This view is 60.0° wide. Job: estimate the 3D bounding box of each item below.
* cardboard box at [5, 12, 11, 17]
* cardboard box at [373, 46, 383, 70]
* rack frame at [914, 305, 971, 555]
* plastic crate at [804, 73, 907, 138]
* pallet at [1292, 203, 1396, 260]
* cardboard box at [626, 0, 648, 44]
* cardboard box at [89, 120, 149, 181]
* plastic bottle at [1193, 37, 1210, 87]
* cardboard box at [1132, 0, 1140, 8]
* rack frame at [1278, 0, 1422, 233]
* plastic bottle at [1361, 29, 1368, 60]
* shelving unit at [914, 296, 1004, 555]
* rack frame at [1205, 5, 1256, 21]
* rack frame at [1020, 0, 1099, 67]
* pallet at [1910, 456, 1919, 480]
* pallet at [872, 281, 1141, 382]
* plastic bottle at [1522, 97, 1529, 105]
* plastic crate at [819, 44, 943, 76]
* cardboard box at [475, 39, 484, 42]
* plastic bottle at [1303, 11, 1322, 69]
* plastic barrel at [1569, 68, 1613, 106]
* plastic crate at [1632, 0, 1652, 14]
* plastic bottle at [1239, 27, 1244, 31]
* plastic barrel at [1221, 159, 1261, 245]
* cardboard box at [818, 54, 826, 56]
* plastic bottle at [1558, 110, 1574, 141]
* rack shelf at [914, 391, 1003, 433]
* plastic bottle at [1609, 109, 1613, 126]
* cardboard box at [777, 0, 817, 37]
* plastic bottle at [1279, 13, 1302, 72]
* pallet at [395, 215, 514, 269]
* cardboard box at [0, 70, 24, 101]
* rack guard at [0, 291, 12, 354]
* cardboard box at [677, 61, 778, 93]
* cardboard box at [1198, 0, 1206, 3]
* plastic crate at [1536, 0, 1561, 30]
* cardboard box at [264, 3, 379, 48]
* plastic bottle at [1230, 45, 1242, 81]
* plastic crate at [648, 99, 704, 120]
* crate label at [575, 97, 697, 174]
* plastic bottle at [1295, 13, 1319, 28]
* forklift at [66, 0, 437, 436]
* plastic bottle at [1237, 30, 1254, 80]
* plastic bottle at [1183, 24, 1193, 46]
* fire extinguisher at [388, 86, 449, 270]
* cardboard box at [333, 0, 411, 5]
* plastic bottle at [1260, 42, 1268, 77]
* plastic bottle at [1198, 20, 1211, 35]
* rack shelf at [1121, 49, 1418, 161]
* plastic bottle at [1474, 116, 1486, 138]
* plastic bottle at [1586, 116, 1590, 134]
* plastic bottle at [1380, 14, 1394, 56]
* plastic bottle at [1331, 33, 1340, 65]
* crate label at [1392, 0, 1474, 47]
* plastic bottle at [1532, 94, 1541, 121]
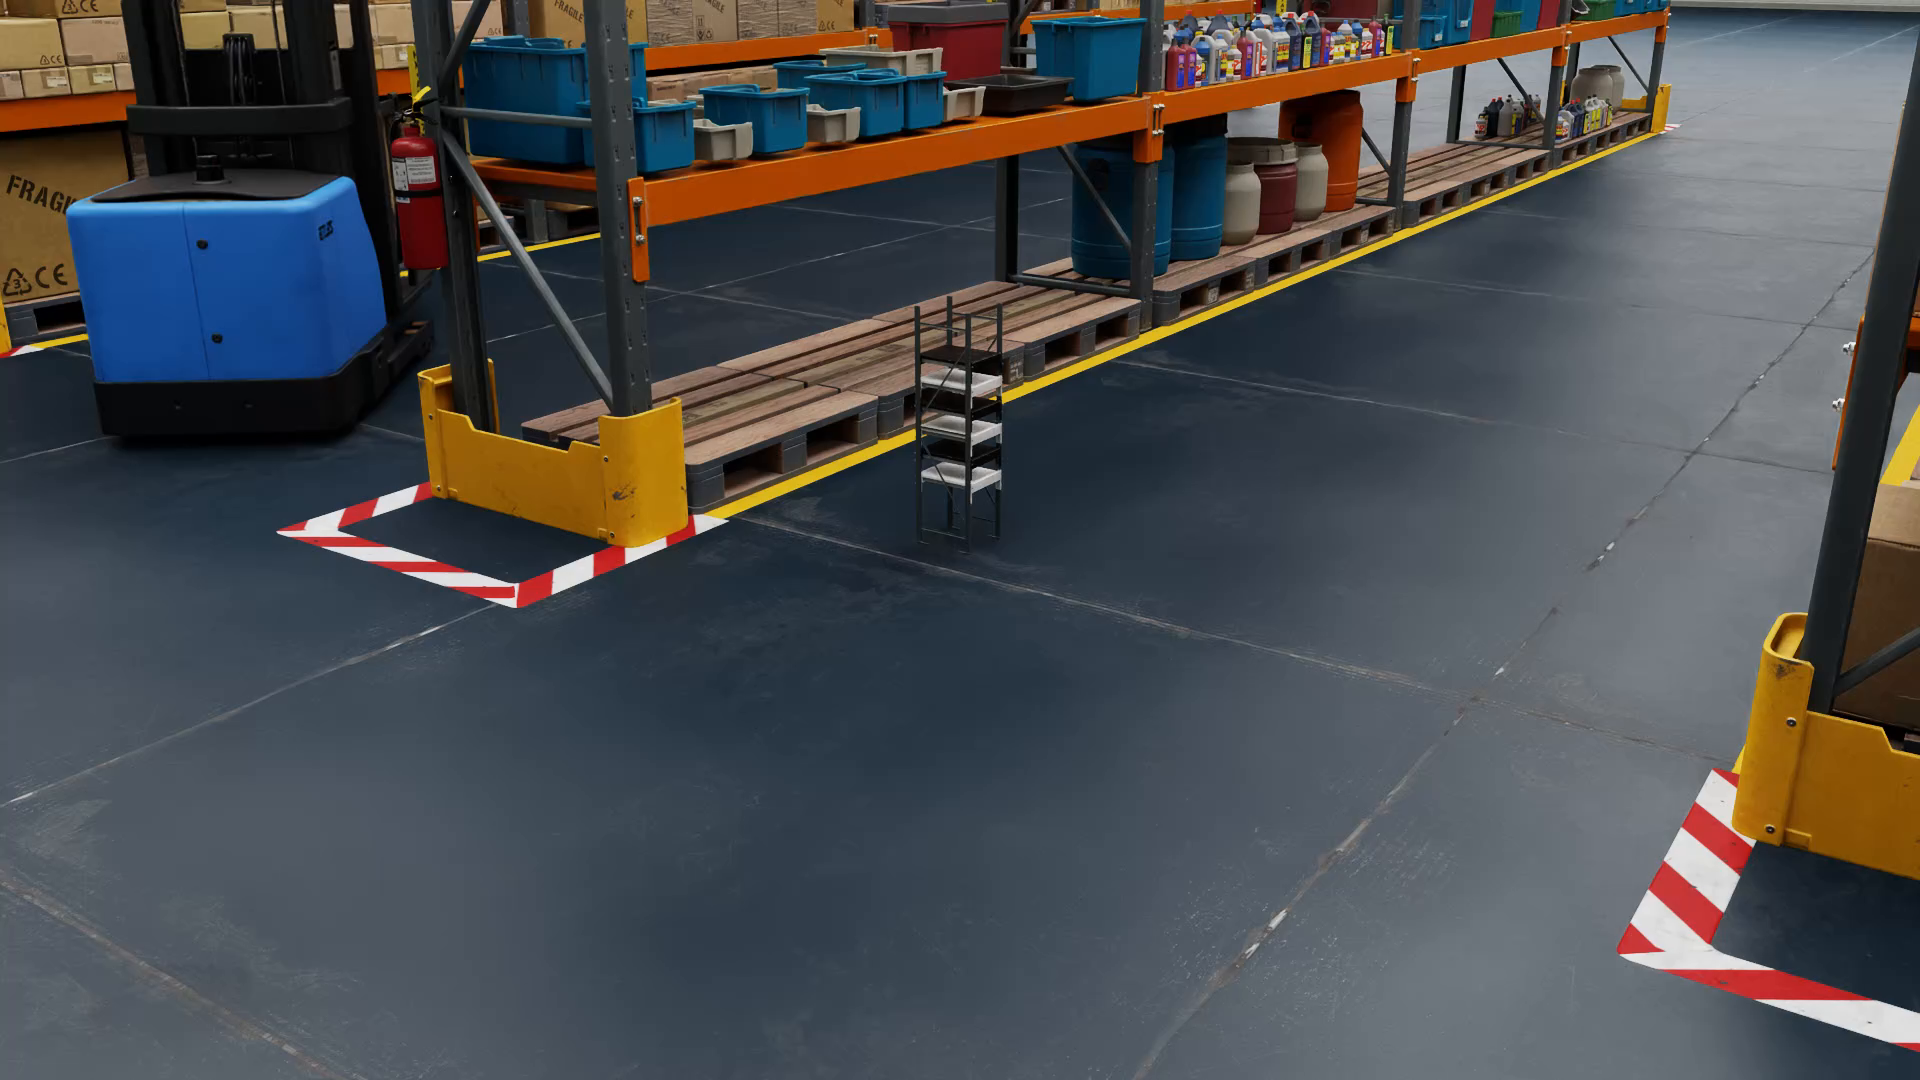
[{"bbox_3d":[-5.357,-2.912,9.602,0.500,0.250,0.500,13,24,31],"label":"cardboard box"},{"bbox_3d":[-3.926,-3.090,10.657,0.380,0.149,0.250,14,24,33],"label":"cardboard box"},{"bbox_3d":[-0.062,-0.391,6.024,0.240,0.900,0.006,13,24,32],"label":"rack frame"},{"bbox_3d":[-0.448,-1.875,7.165,0.416,0.233,0.300,13,24,32],"label":"plastic crate"},{"bbox_3d":[2.489,-2.294,12.163,1.003,0.211,1.213,13,24,32],"label":"pallet"},{"bbox_3d":[-2.700,-3.929,12.420,0.500,0.500,0.500,13,24,32],"label":"cardboard box"},{"bbox_3d":[-4.890,-2.168,10.259,0.875,0.875,0.875,13,24,32],"label":"cardboard box"},{"bbox_3d":[1.388,-2.753,9.570,0.097,0.271,0.097,0,20,0],"label":"plastic bottle"},{"bbox_3d":[1.821,-6.055,18.673,0.380,0.149,0.250,13,24,32],"label":"cardboard box"},{"bbox_3d":[2.898,-3.836,12.313,1.000,3.000,0.127,13,24,32],"label":"rack frame"},{"bbox_3d":[2.759,-3.420,11.474,0.097,0.201,0.097,0,20,0],"label":"plastic bottle"},{"bbox_3d":[-0.005,-0.420,6.103,0.258,0.900,0.210,13,24,32],"label":"shelving unit"},{"bbox_3d":[3.299,-7.098,21.130,1.000,3.000,0.127,13,24,32],"label":"rack frame"},{"bbox_3d":[1.050,-5.950,18.027,1.000,3.000,0.127,13,24,32],"label":"rack frame"},{"bbox_3d":[4.357,-0.217,6.547,1.003,0.211,1.213,13,24,32],"label":"pallet"},{"bbox_3d":[0.268,-1.162,9.103,1.003,0.211,1.213,13,24,32],"label":"pallet"},{"bbox_3d":[5.869,-4.472,17.330,0.097,0.271,0.097,0,20,0],"label":"plastic bottle"},{"bbox_3d":[-0.361,-2.259,8.133,0.437,0.282,0.530,13,24,32],"label":"plastic crate"},{"bbox_3d":[-3.347,-3.386,11.456,0.380,0.149,0.250,13,24,32],"label":"cardboard box"},{"bbox_3d":[2.257,-3.249,10.795,0.144,0.351,0.185,13,24,32],"label":"plastic bottle"},{"bbox_3d":[6.807,-4.814,17.938,0.421,0.512,0.421,0,20,0],"label":"plastic barrel"},{"bbox_3d":[6.991,-5.675,17.497,0.499,0.251,0.408,13,24,32],"label":"plastic crate"},{"bbox_3d":[1.964,-3.483,11.644,0.097,0.201,0.097,0,20,0],"label":"plastic bottle"},{"bbox_3d":[1.759,-2.219,10.922,0.421,0.512,0.421,0,20,0],"label":"plastic barrel"},{"bbox_3d":[-2.080,-6.573,22.168,0.875,0.875,0.875,13,24,32],"label":"cardboard box"},{"bbox_3d":[5.847,-4.017,16.093,0.152,0.276,0.135,14,25,34],"label":"plastic bottle"},{"bbox_3d":[-0.005,-0.473,6.083,0.258,0.077,0.200,13,24,32],"label":"rack shelf"},{"bbox_3d":[6.725,-4.413,17.272,0.097,0.201,0.097,0,20,0],"label":"plastic bottle"},{"bbox_3d":[-1.556,-4.517,14.010,0.500,0.500,0.500,13,24,31],"label":"cardboard box"},{"bbox_3d":[2.078,-3.157,10.548,0.144,0.351,0.185,13,24,32],"label":"plastic bottle"},{"bbox_3d":[-3.939,-2.144,11.757,1.003,0.211,1.213,13,24,32],"label":"pallet"},{"bbox_3d":[-5.223,-2.427,8.864,0.380,0.149,0.250,14,24,32],"label":"cardboard box"},{"bbox_3d":[-5.709,-1.328,9.134,1.175,0.500,0.348,13,24,32],"label":"rack guard"},{"bbox_3d":[-2.111,-3.555,14.008,1.225,0.875,0.875,13,24,32],"label":"cardboard box"},{"bbox_3d":[2.742,-6.572,20.071,0.380,0.149,0.250,13,24,32],"label":"cardboard box"},{"bbox_3d":[5.127,-4.816,14.868,0.402,0.464,0.583,13,24,32],"label":"plastic crate"},{"bbox_3d":[-4.054,-3.251,10.516,0.500,0.250,0.500,14,24,33],"label":"cardboard box"},{"bbox_3d":[1.628,-2.843,9.913,0.097,0.201,0.097,0,20,0],"label":"plastic bottle"},{"bbox_3d":[-1.116,-1.795,7.088,0.396,0.136,0.243,13,24,32],"label":"plastic crate"},{"bbox_3d":[-1.188,-1.497,6.144,0.416,0.233,0.303,13,24,32],"label":"crate label"},{"bbox_3d":[2.513,-3.688,12.089,0.152,0.276,0.135,13,24,32],"label":"plastic bottle"},{"bbox_3d":[-3.399,-2.298,8.252,1.130,2.935,3.031,-2,20,-5],"label":"forklift"},{"bbox_3d":[1.708,-2.911,9.979,0.061,0.283,0.133,13,24,32],"label":"plastic bottle"},{"bbox_3d":[1.466,-3.224,10.843,0.097,0.271,0.097,0,20,0],"label":"plastic bottle"},{"bbox_3d":[-2.060,-1.375,6.308,0.296,0.674,0.183,13,24,32],"label":"fire extinguisher"},{"bbox_3d":[-3.769,-3.749,10.782,0.500,0.500,0.500,14,24,32],"label":"cardboard box"},{"bbox_3d":[1.833,-2.948,10.197,0.097,0.201,0.097,0,20,0],"label":"plastic bottle"},{"bbox_3d":[1.608,-3.319,11.094,0.152,0.276,0.135,13,24,32],"label":"plastic bottle"},{"bbox_3d":[1.774,-2.925,10.886,1.077,0.370,4.000,13,24,32],"label":"rack shelf"},{"bbox_3d":[5.093,-4.043,16.271,0.097,0.201,0.097,0,20,0],"label":"plastic bottle"},{"bbox_3d":[6.228,-4.160,16.586,0.097,0.201,0.097,0,20,0],"label":"plastic bottle"},{"bbox_3d":[3.023,-3.582,11.795,0.061,0.283,0.133,13,24,32],"label":"plastic bottle"},{"bbox_3d":[2.485,-3.281,11.097,0.097,0.201,0.097,0,20,0],"label":"plastic bottle"},{"bbox_3d":[3.680,-4.085,12.935,0.502,0.435,0.616,13,24,32],"label":"crate label"},{"bbox_3d":[6.118,-4.599,17.673,0.097,0.271,0.097,0,20,0],"label":"plastic bottle"}]
